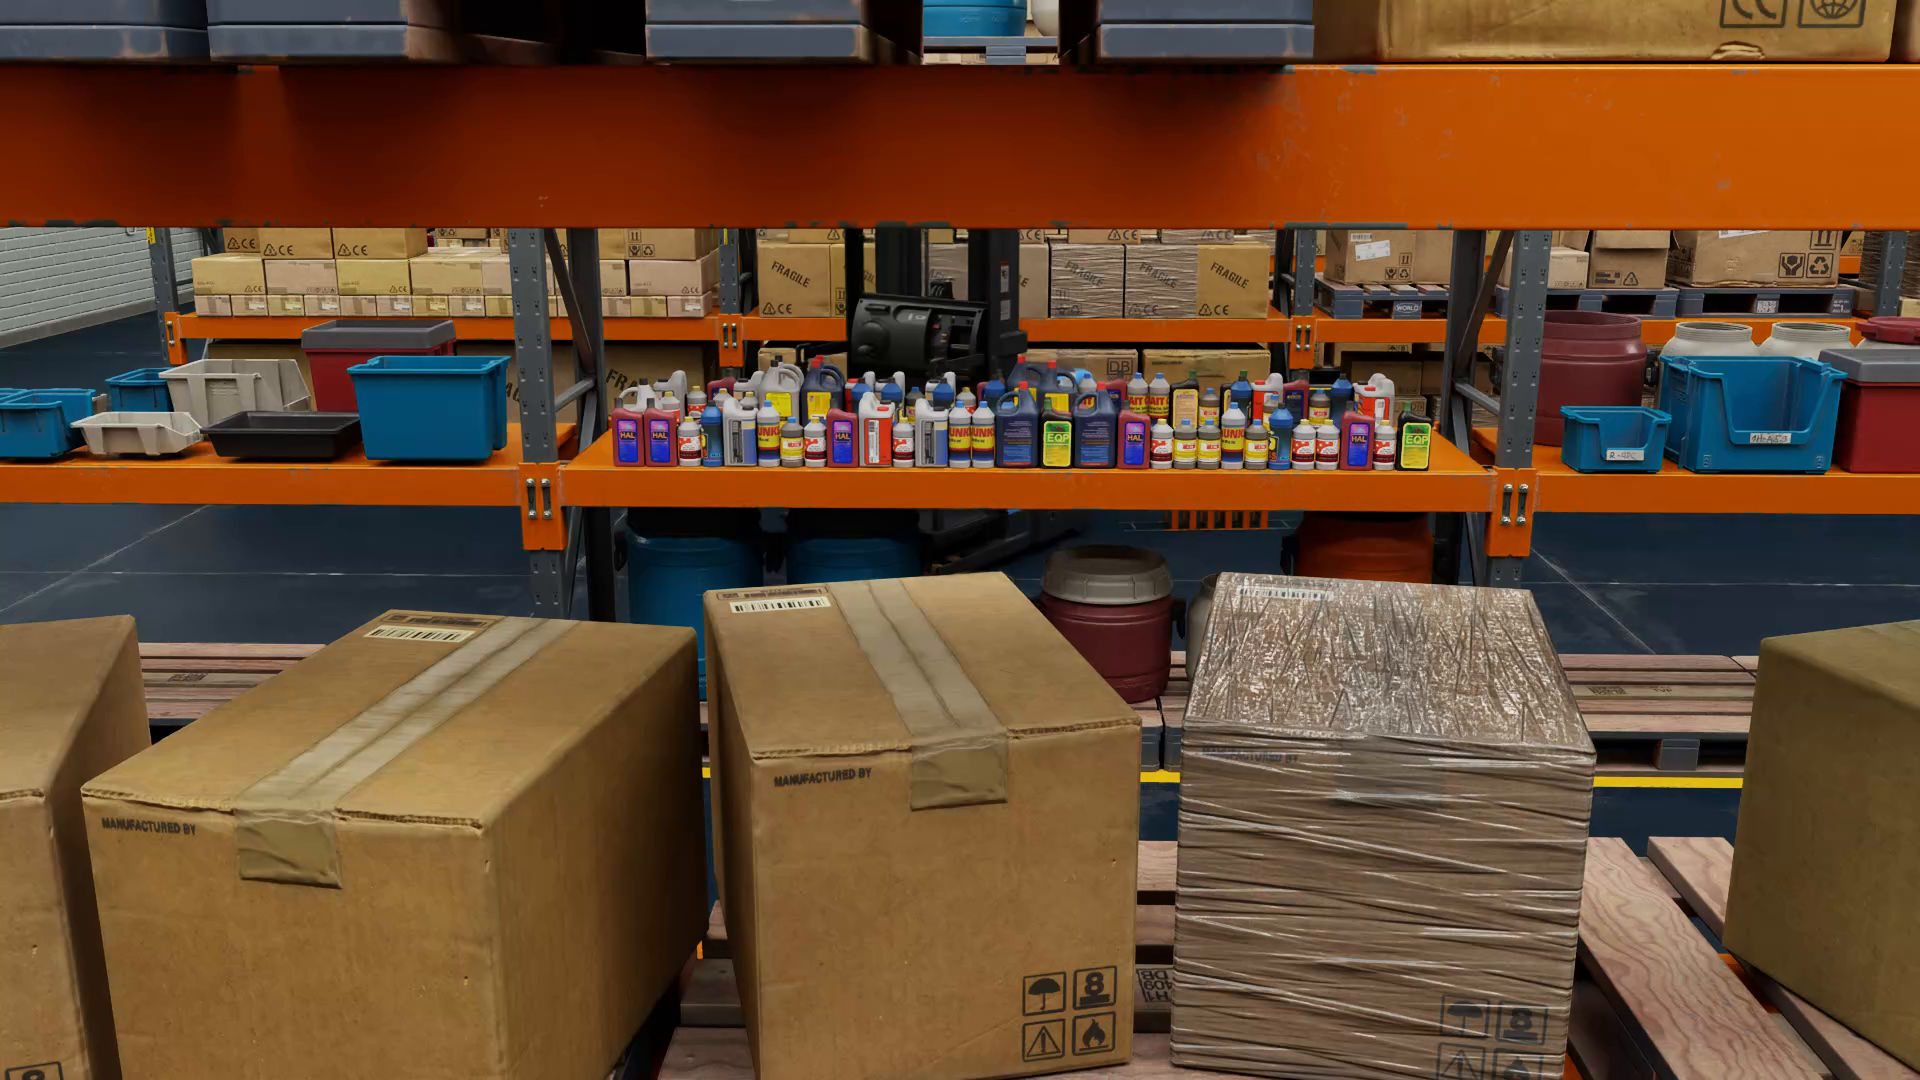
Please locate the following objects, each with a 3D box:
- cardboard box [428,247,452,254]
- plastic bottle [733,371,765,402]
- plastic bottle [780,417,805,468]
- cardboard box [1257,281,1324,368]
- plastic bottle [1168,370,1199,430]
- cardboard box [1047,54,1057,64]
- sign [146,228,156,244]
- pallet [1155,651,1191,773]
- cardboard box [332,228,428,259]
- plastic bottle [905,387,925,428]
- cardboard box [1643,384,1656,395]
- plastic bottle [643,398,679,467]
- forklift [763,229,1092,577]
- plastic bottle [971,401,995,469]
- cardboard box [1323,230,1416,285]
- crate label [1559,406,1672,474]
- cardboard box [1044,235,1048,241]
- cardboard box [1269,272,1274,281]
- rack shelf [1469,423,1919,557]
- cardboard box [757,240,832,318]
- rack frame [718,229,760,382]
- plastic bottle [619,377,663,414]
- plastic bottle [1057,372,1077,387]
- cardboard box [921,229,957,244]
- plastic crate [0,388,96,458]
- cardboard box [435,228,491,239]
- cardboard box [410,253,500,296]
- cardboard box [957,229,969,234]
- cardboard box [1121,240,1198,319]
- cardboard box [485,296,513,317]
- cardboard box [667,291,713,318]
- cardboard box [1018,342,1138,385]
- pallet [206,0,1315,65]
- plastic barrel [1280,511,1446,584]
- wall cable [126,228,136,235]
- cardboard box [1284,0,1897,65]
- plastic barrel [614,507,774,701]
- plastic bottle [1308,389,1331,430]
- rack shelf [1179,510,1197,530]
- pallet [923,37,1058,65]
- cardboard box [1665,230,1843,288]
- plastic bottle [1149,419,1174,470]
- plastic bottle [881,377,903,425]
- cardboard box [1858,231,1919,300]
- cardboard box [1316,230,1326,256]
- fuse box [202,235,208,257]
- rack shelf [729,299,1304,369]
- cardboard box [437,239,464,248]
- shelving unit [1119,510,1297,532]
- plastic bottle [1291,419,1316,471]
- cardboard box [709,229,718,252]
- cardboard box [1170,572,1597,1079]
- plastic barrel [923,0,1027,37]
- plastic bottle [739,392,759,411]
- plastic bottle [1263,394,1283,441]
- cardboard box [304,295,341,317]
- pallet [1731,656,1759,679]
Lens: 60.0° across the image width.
[{"bbox_3d":[-4.092,-2.033,12.375,0.500,0.250,0.500,0,15,0],"label":"cardboard box"},{"bbox_3d":[-0.959,-0.632,7.598,0.135,0.276,0.152,0,15,1],"label":"plastic bottle"},{"bbox_3d":[-0.695,-0.407,6.893,0.097,0.201,0.097,0,15,0],"label":"plastic bottle"},{"bbox_3d":[3.233,-2.204,16.901,0.750,0.750,1.050,0,15,1],"label":"cardboard box"},{"bbox_3d":[1.022,-0.634,7.592,0.133,0.283,0.061,0,15,1],"label":"plastic bottle"},{"bbox_3d":[1.049,-4.557,16.158,0.500,0.500,0.500,0,15,1],"label":"cardboard box"},{"bbox_3d":[-5.619,-2.219,11.518,0.005,0.325,0.100,0,15,1],"label":"sign"},{"bbox_3d":[1.483,0.766,7.525,1.213,0.211,1.003,0,15,1],"label":"pallet"},{"bbox_3d":[-4.108,-2.260,11.768,0.500,0.500,0.500,0,15,0],"label":"cardboard box"},{"bbox_3d":[-0.204,-0.598,7.615,0.097,0.201,0.097,0,15,0],"label":"plastic bottle"},{"bbox_3d":[5.308,-0.847,12.207,0.500,0.500,0.700,0,15,1],"label":"cardboard box"},{"bbox_3d":[-1.238,-0.446,6.879,0.133,0.283,0.061,0,15,1],"label":"plastic bottle"},{"bbox_3d":[-0.381,-1.254,9.849,1.130,2.935,3.031,10,18,34],"label":"forklift"},{"bbox_3d":[0.096,-0.436,6.865,0.097,0.271,0.097,0,15,0],"label":"plastic bottle"},{"bbox_3d":[2.939,-2.109,11.936,0.500,0.500,0.500,-1,15,-5],"label":"cardboard box"},{"bbox_3d":[2.684,-0.409,6.838,0.416,0.233,0.303,0,15,1],"label":"crate label"},{"bbox_3d":[0.392,-1.981,12.274,0.500,0.500,0.500,0,15,2],"label":"cardboard box"},{"bbox_3d":[3.954,-3.302,21.804,0.625,0.372,0.950,0,15,0],"label":"cardboard box"},{"bbox_3d":[4.271,-0.227,7.232,4.000,0.370,1.077,0,15,1],"label":"rack shelf"},{"bbox_3d":[-1.147,-1.859,11.810,0.500,0.500,0.500,0,15,2],"label":"cardboard box"},{"bbox_3d":[-1.600,-1.877,12.076,0.127,3.000,1.000,0,15,1],"label":"rack frame"},{"bbox_3d":[-1.343,-0.505,6.972,0.185,0.351,0.144,0,15,1],"label":"plastic bottle"},{"bbox_3d":[0.461,-0.623,7.563,0.135,0.276,0.152,0,15,1],"label":"plastic bottle"},{"bbox_3d":[-0.276,-2.401,11.899,0.637,0.503,0.797,1,15,2],"label":"cardboard box"},{"bbox_3d":[-3.871,-0.492,7.037,0.300,0.233,0.416,0,15,1],"label":"plastic crate"},{"bbox_3d":[-4.929,-3.287,16.638,0.500,0.500,0.500,1,15,4],"label":"cardboard box"},{"bbox_3d":[-3.582,-1.895,11.853,0.500,0.250,0.500,0,15,0],"label":"cardboard box"},{"bbox_3d":[0.042,-3.097,16.368,0.250,0.149,0.380,0,15,-1],"label":"cardboard box"},{"bbox_3d":[1.401,-1.845,11.755,0.500,0.500,0.500,0,15,1],"label":"cardboard box"},{"bbox_3d":[-3.198,-1.683,11.830,0.250,0.149,0.380,0,15,1],"label":"cardboard box"},{"bbox_3d":[-1.913,-1.674,11.799,0.250,0.149,0.380,0,15,2],"label":"cardboard box"},{"bbox_3d":[0.818,-1.045,12.261,0.875,0.875,1.225,0,15,2],"label":"cardboard box"},{"bbox_3d":[-0.170,-0.683,2.035,1.003,0.211,1.213,0,15,1],"label":"pallet"},{"bbox_3d":[1.782,0.259,7.409,0.708,0.830,0.600,0,15,1],"label":"plastic barrel"},{"bbox_3d":[-10.983,-4.968,21.737,0.123,1.953,0.585,0,15,1],"label":"wall cable"},{"bbox_3d":[0.675,-0.825,2.010,0.500,0.500,0.910,0,15,1],"label":"cardboard box"},{"bbox_3d":[-1.183,0.205,7.473,0.708,0.901,0.600,0,15,1],"label":"plastic barrel"},{"bbox_3d":[1.635,-0.586,7.570,0.097,0.201,0.097,0,15,0],"label":"plastic bottle"},{"bbox_3d":[1.519,-0.183,11.155,0.103,0.180,0.258,-1,15,-4],"label":"rack shelf"},{"bbox_3d":[0.193,-1.987,6.980,1.213,0.211,1.003,0,15,1],"label":"pallet"},{"bbox_3d":[5.606,-2.359,11.903,1.000,1.000,1.000,0,15,2],"label":"cardboard box"},{"bbox_3d":[0.830,-0.397,6.856,0.097,0.201,0.097,0,15,0],"label":"plastic bottle"},{"bbox_3d":[-0.305,-0.594,7.462,0.097,0.271,0.097,0,15,0],"label":"plastic bottle"},{"bbox_3d":[6.845,-1.999,11.757,0.500,0.500,0.875,0,15,1],"label":"cardboard box"},{"bbox_3d":[3.576,-3.090,16.475,0.500,0.500,0.500,0,15,1],"label":"cardboard box"},{"bbox_3d":[-10.784,-4.373,24.062,0.414,1.711,0.539,0,15,1],"label":"fuse box"},{"bbox_3d":[0.399,-1.517,12.118,4.000,0.370,1.077,0,15,1],"label":"rack shelf"},{"bbox_3d":[-5.056,-2.961,16.674,0.250,0.149,0.380,0,15,1],"label":"cardboard box"},{"bbox_3d":[1.683,-0.186,11.165,1.200,0.189,0.258,-1,15,-4],"label":"shelving unit"},{"bbox_3d":[1.414,-0.394,6.841,0.097,0.201,0.097,0,15,0],"label":"plastic bottle"},{"bbox_3d":[-2.072,-2.380,12.221,0.500,0.500,0.500,0,15,1],"label":"cardboard box"},{"bbox_3d":[0.600,0.393,2.449,0.500,0.500,0.700,3,15,12],"label":"cardboard box"},{"bbox_3d":[-0.017,-2.538,6.894,0.708,0.901,0.600,0,15,1],"label":"plastic barrel"},{"bbox_3d":[-0.944,-0.564,7.487,0.097,0.201,0.097,0,15,0],"label":"plastic bottle"},{"bbox_3d":[1.401,-0.549,7.429,0.097,0.201,0.097,0,15,0],"label":"plastic bottle"},{"bbox_3d":[-4.479,-1.691,11.863,0.250,0.149,0.380,0,15,1],"label":"cardboard box"},{"bbox_3d":[4.262,0.784,7.456,1.213,0.211,1.003,0,15,1],"label":"pallet"}]
